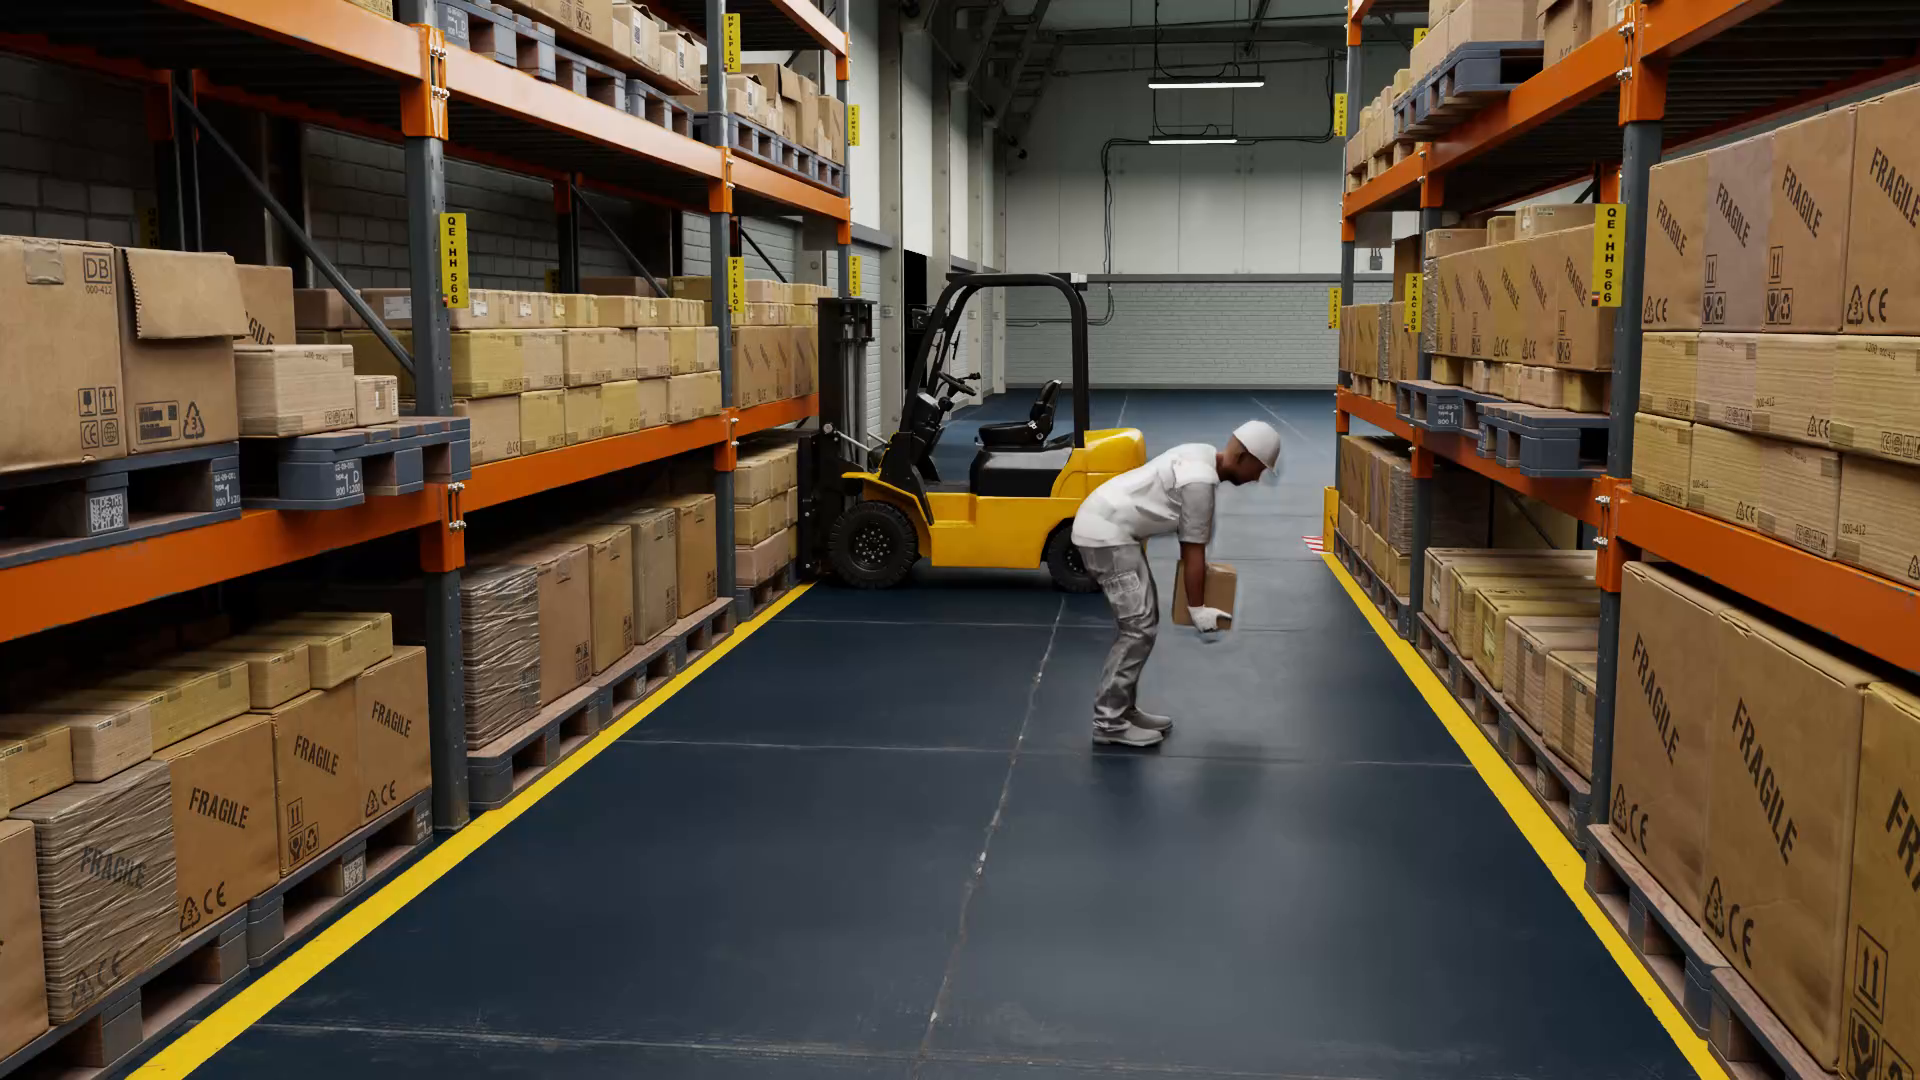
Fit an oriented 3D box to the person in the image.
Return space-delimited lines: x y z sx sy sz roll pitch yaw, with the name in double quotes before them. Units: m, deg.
"person" 0.937 0.179 7.297 0.902 1.404 0.484 1 8 5
